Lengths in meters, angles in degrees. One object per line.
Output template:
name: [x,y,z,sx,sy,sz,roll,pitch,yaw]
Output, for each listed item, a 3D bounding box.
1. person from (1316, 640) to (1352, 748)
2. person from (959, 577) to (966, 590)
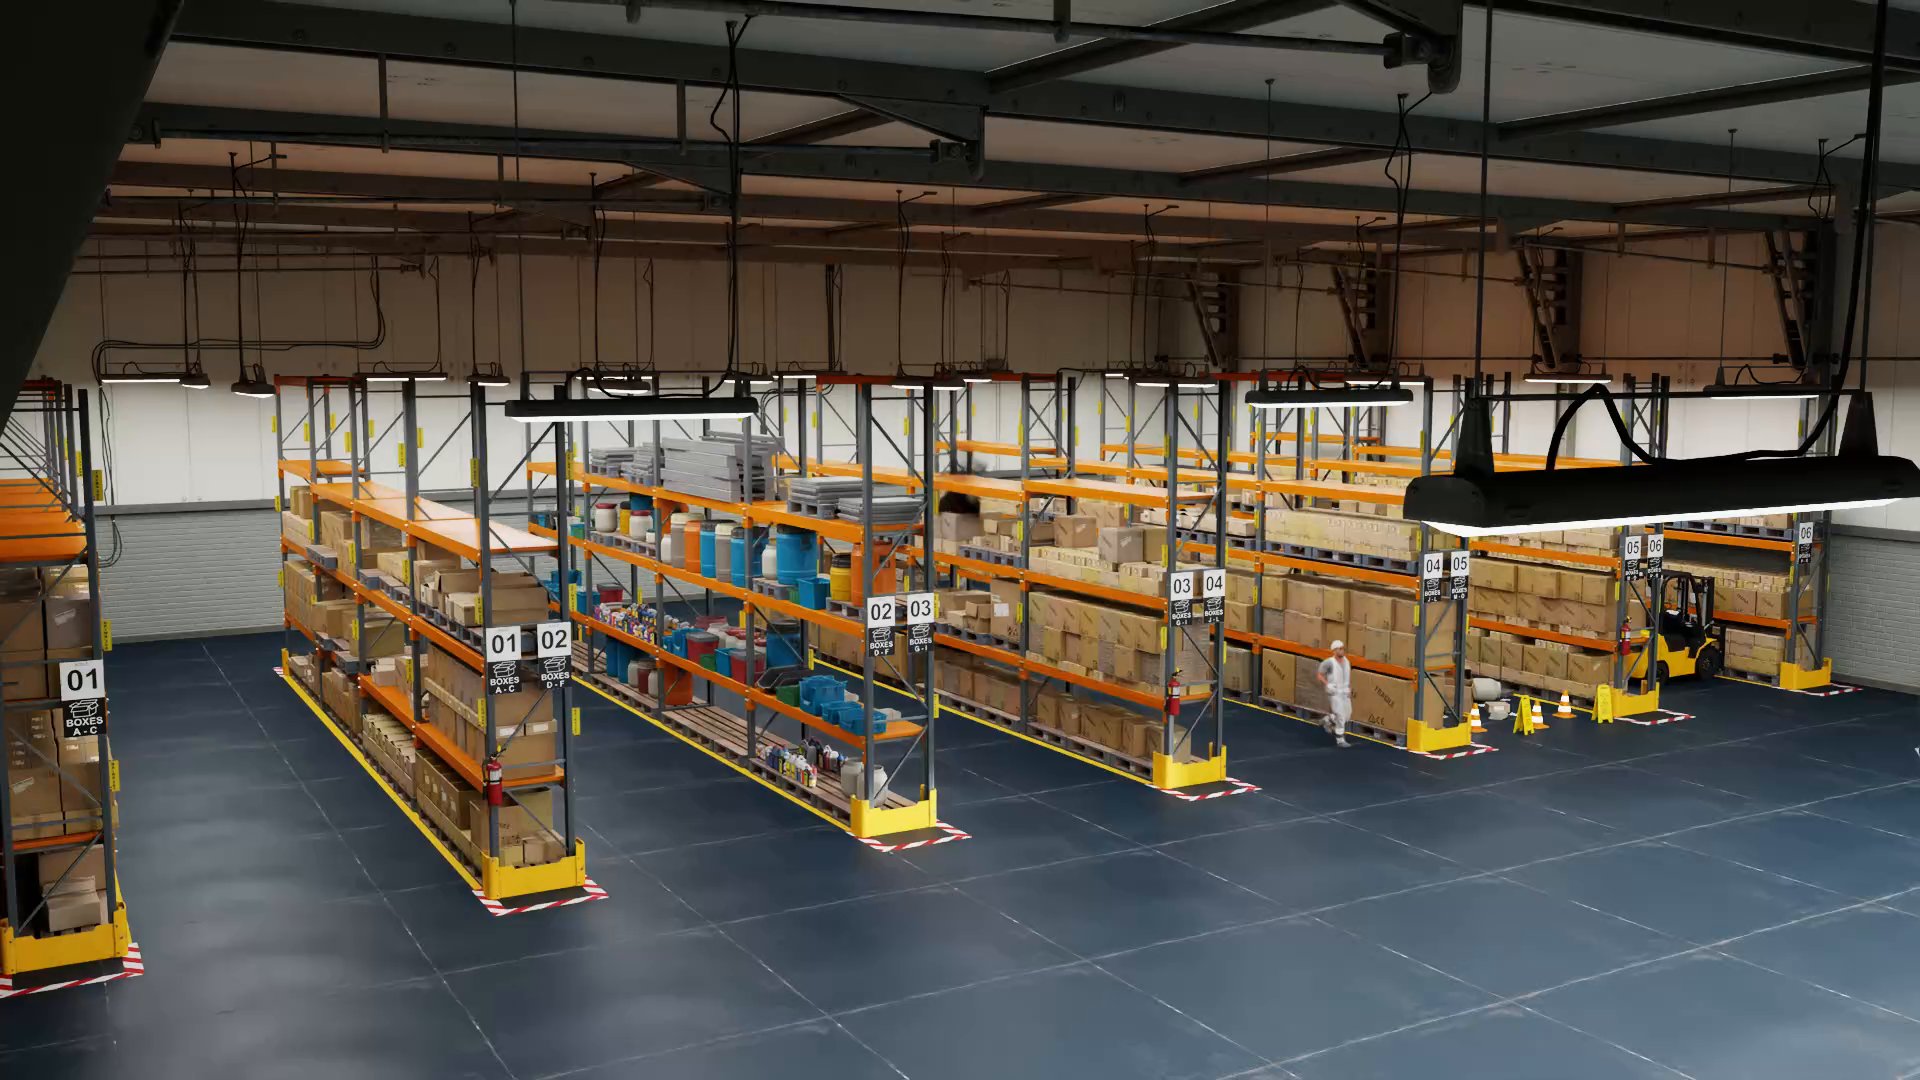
person: [6.116,2.498,27.118,0.663,1.758,0.714,-3,7,-29]
person: [0.100,0.818,42.790,0.653,1.686,0.588,-5,8,-41]
